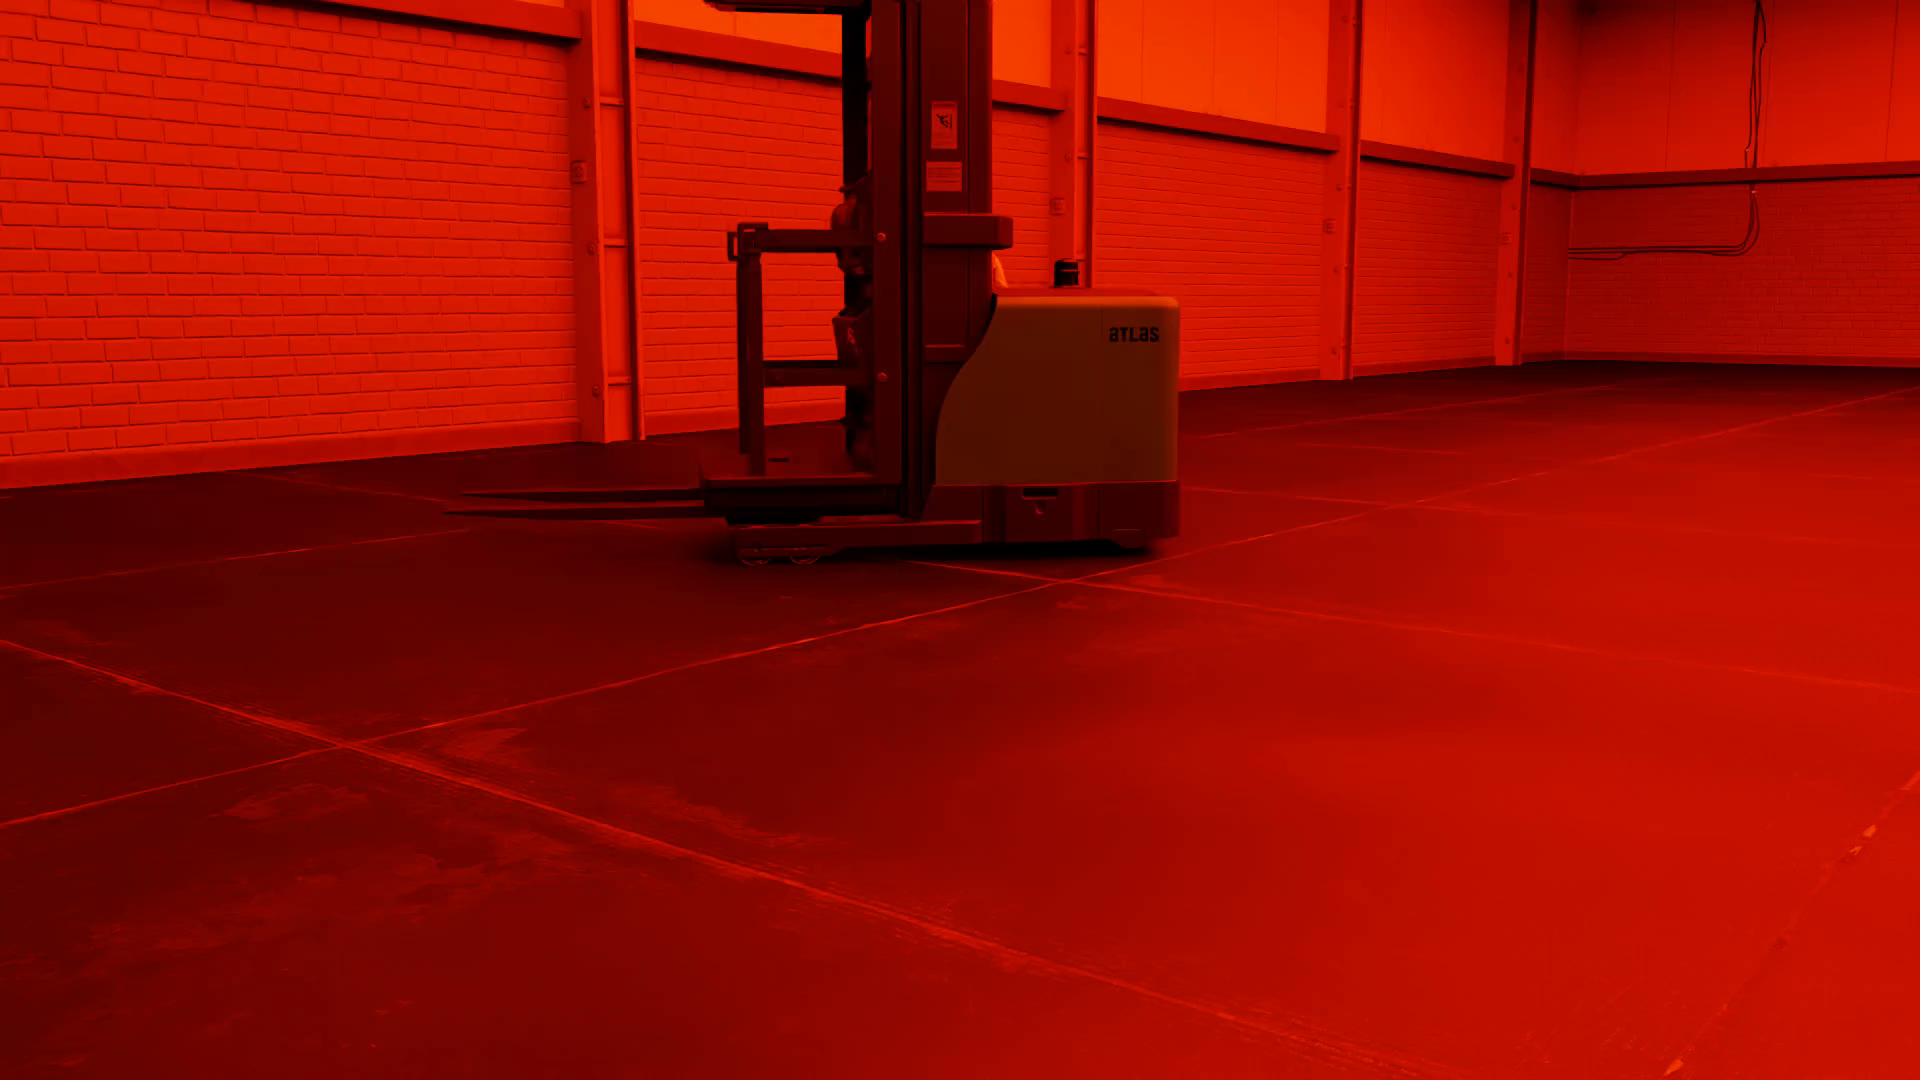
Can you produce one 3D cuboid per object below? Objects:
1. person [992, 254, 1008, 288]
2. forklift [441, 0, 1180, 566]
[{"bbox_3d":[0.060,-1.206,10.350,0.518,1.623,0.513,1,8,4],"label":"person"},{"bbox_3d":[-0.636,-1.427,7.034,3.031,2.935,1.130,-1,8,-10],"label":"forklift"}]
